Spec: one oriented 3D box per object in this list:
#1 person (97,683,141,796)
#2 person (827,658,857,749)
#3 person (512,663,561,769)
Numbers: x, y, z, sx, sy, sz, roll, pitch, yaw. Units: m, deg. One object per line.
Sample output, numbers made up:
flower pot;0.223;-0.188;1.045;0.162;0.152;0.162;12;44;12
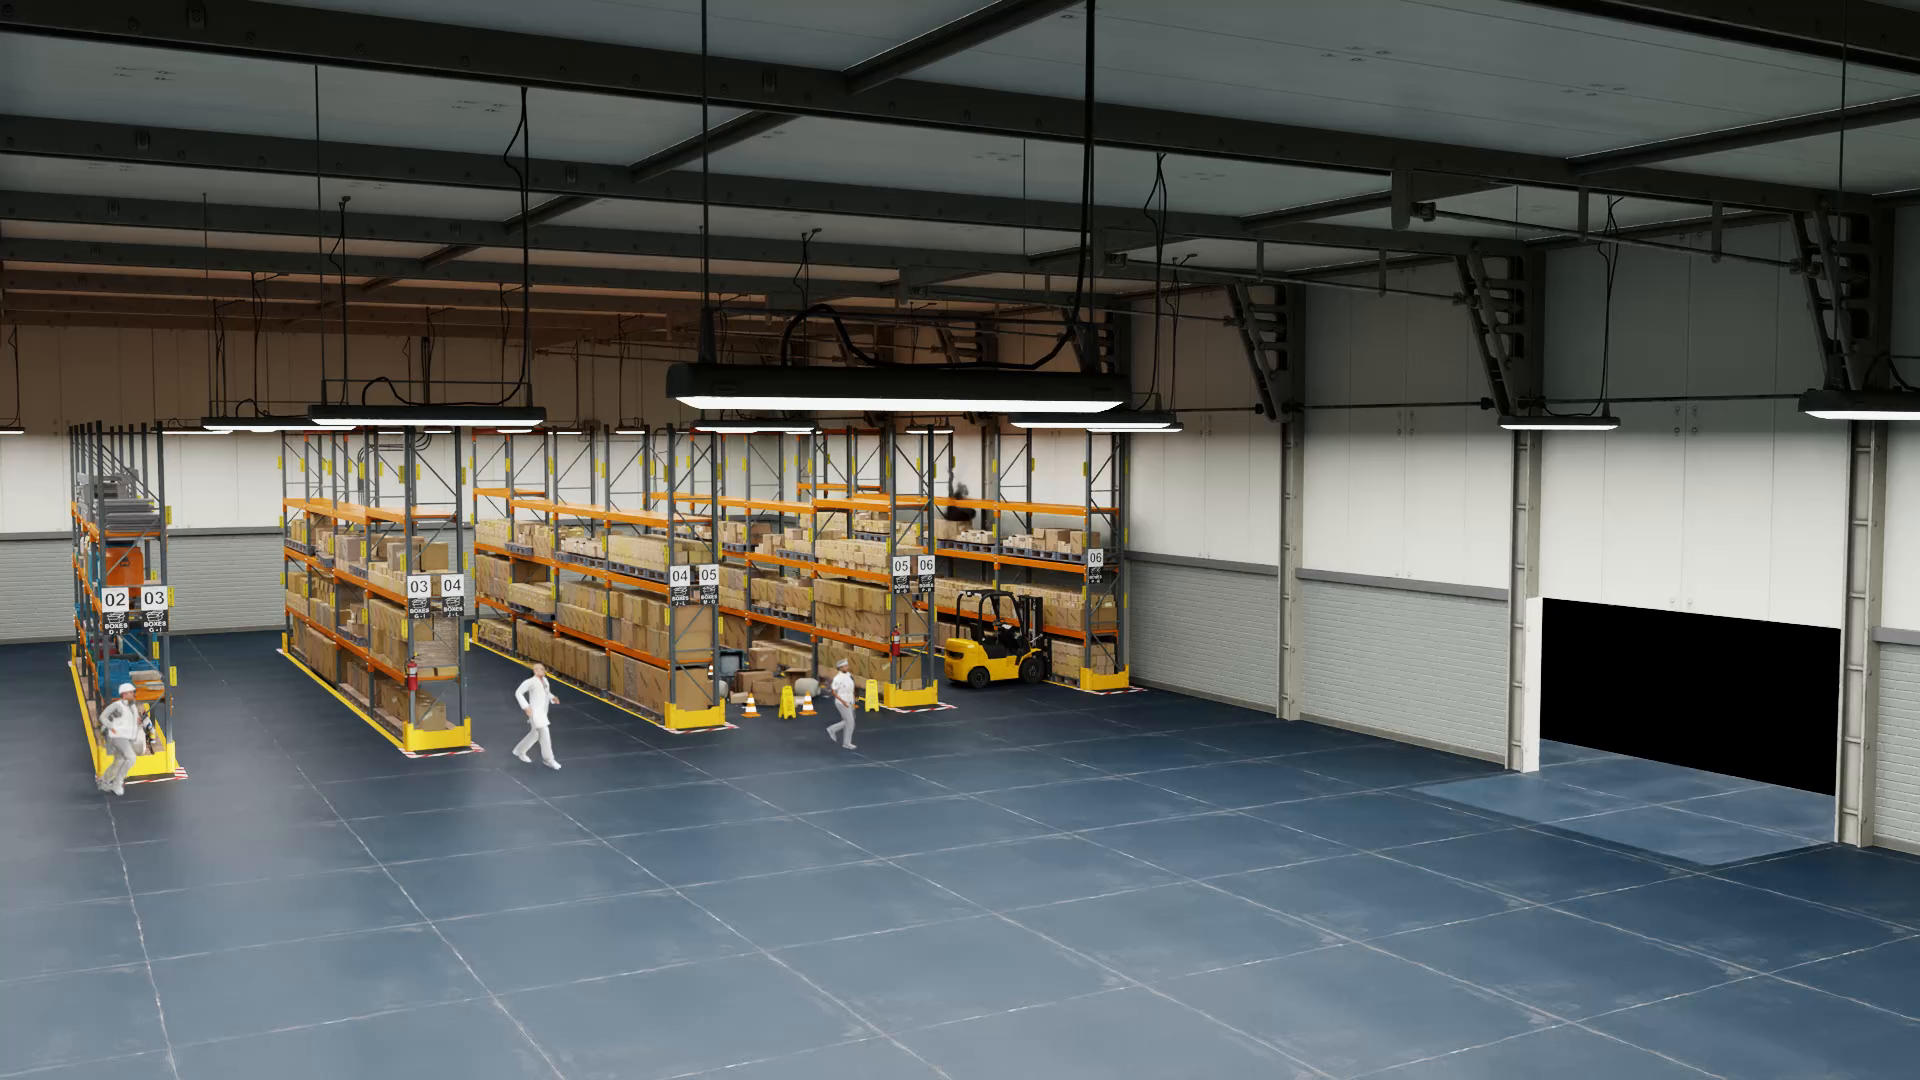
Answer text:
person;-13.573;3.206;26.884;0.676;1.761;0.714;0;4;3
person;-2.173;3.004;30.677;0.591;1.683;0.576;1;4;23
person;-7.366;3.045;28.921;0.971;1.812;0.704;1;4;13
